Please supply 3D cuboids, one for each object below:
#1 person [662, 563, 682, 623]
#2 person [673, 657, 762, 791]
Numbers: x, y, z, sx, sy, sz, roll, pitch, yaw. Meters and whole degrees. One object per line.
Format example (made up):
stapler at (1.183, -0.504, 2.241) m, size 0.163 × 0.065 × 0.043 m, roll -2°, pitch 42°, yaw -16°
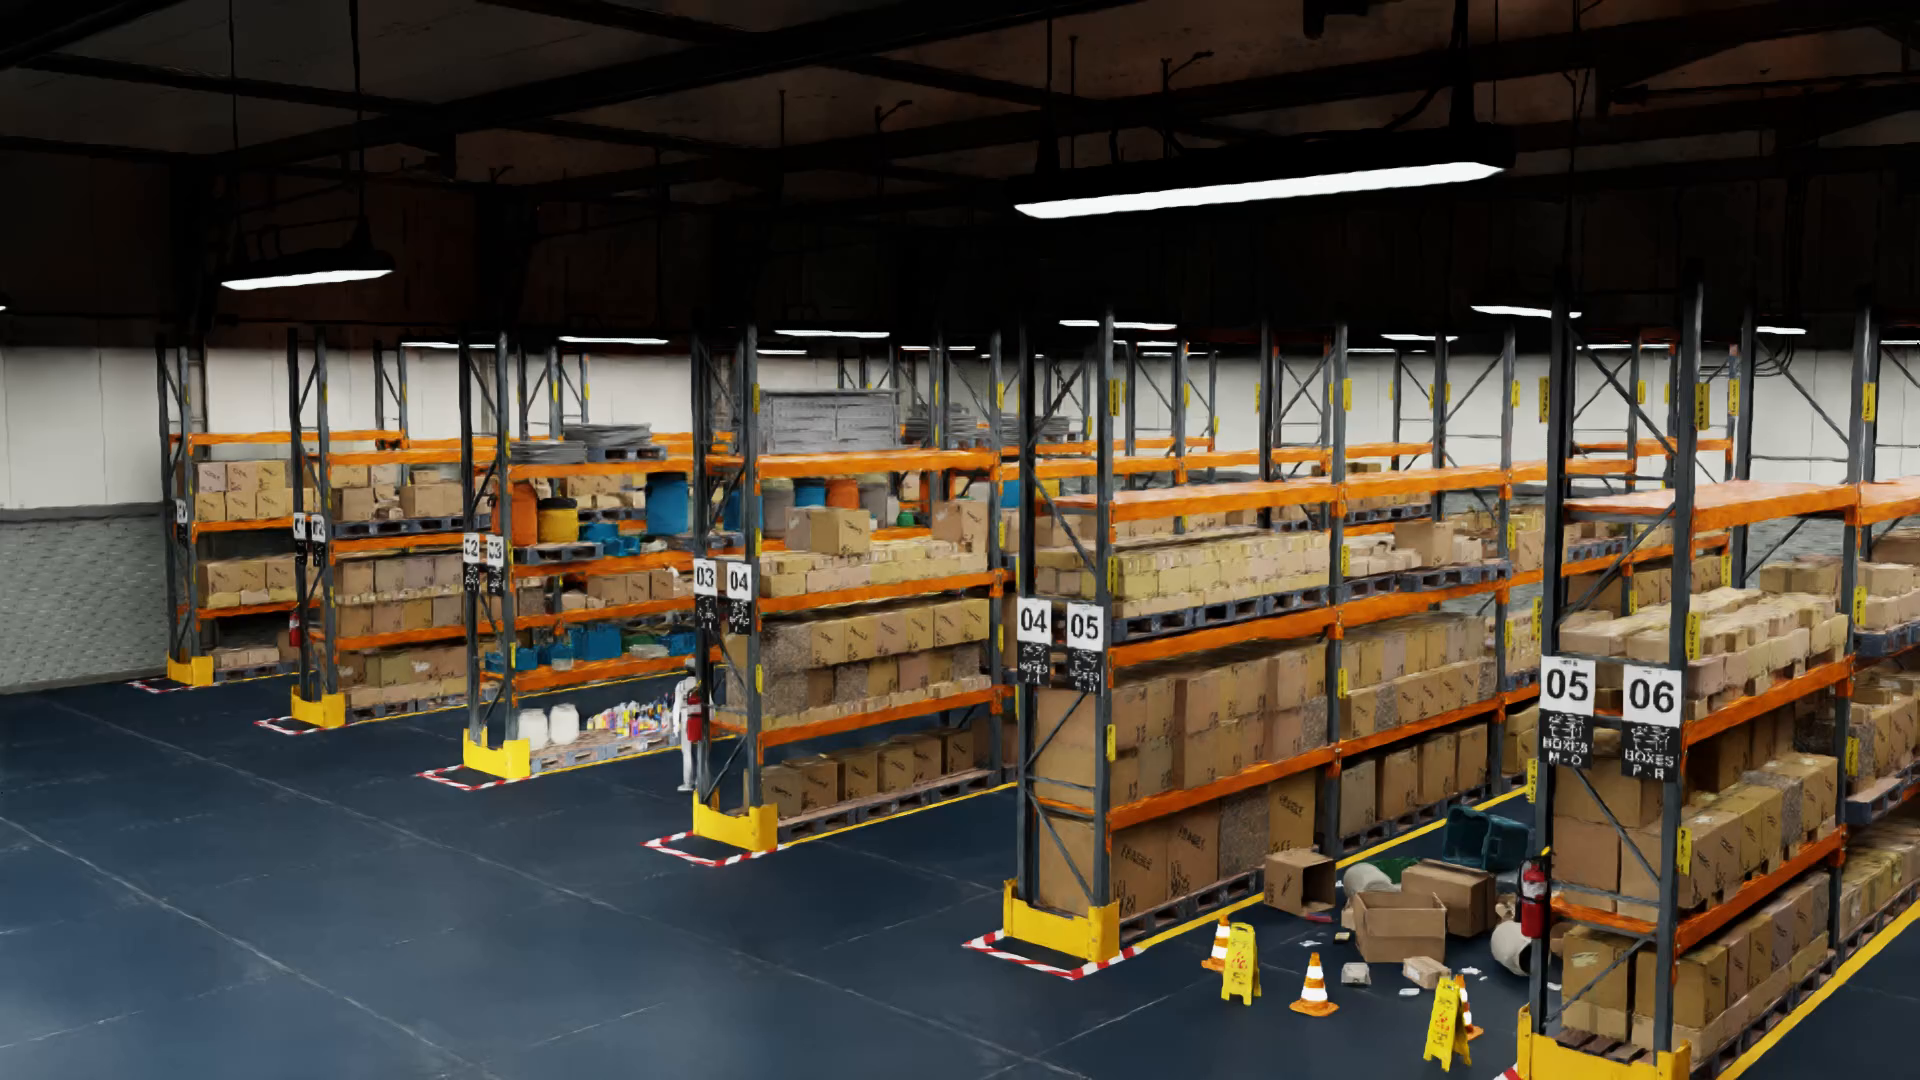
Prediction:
person at (-6.036, 1.120, 34.470) m, size 0.491 × 1.598 × 1.000 m, roll 4°, pitch 7°, yaw 34°
person at (-2.949, 2.257, 19.839) m, size 0.571 × 2.078 × 3.320 m, roll -2°, pitch 6°, yaw -18°
